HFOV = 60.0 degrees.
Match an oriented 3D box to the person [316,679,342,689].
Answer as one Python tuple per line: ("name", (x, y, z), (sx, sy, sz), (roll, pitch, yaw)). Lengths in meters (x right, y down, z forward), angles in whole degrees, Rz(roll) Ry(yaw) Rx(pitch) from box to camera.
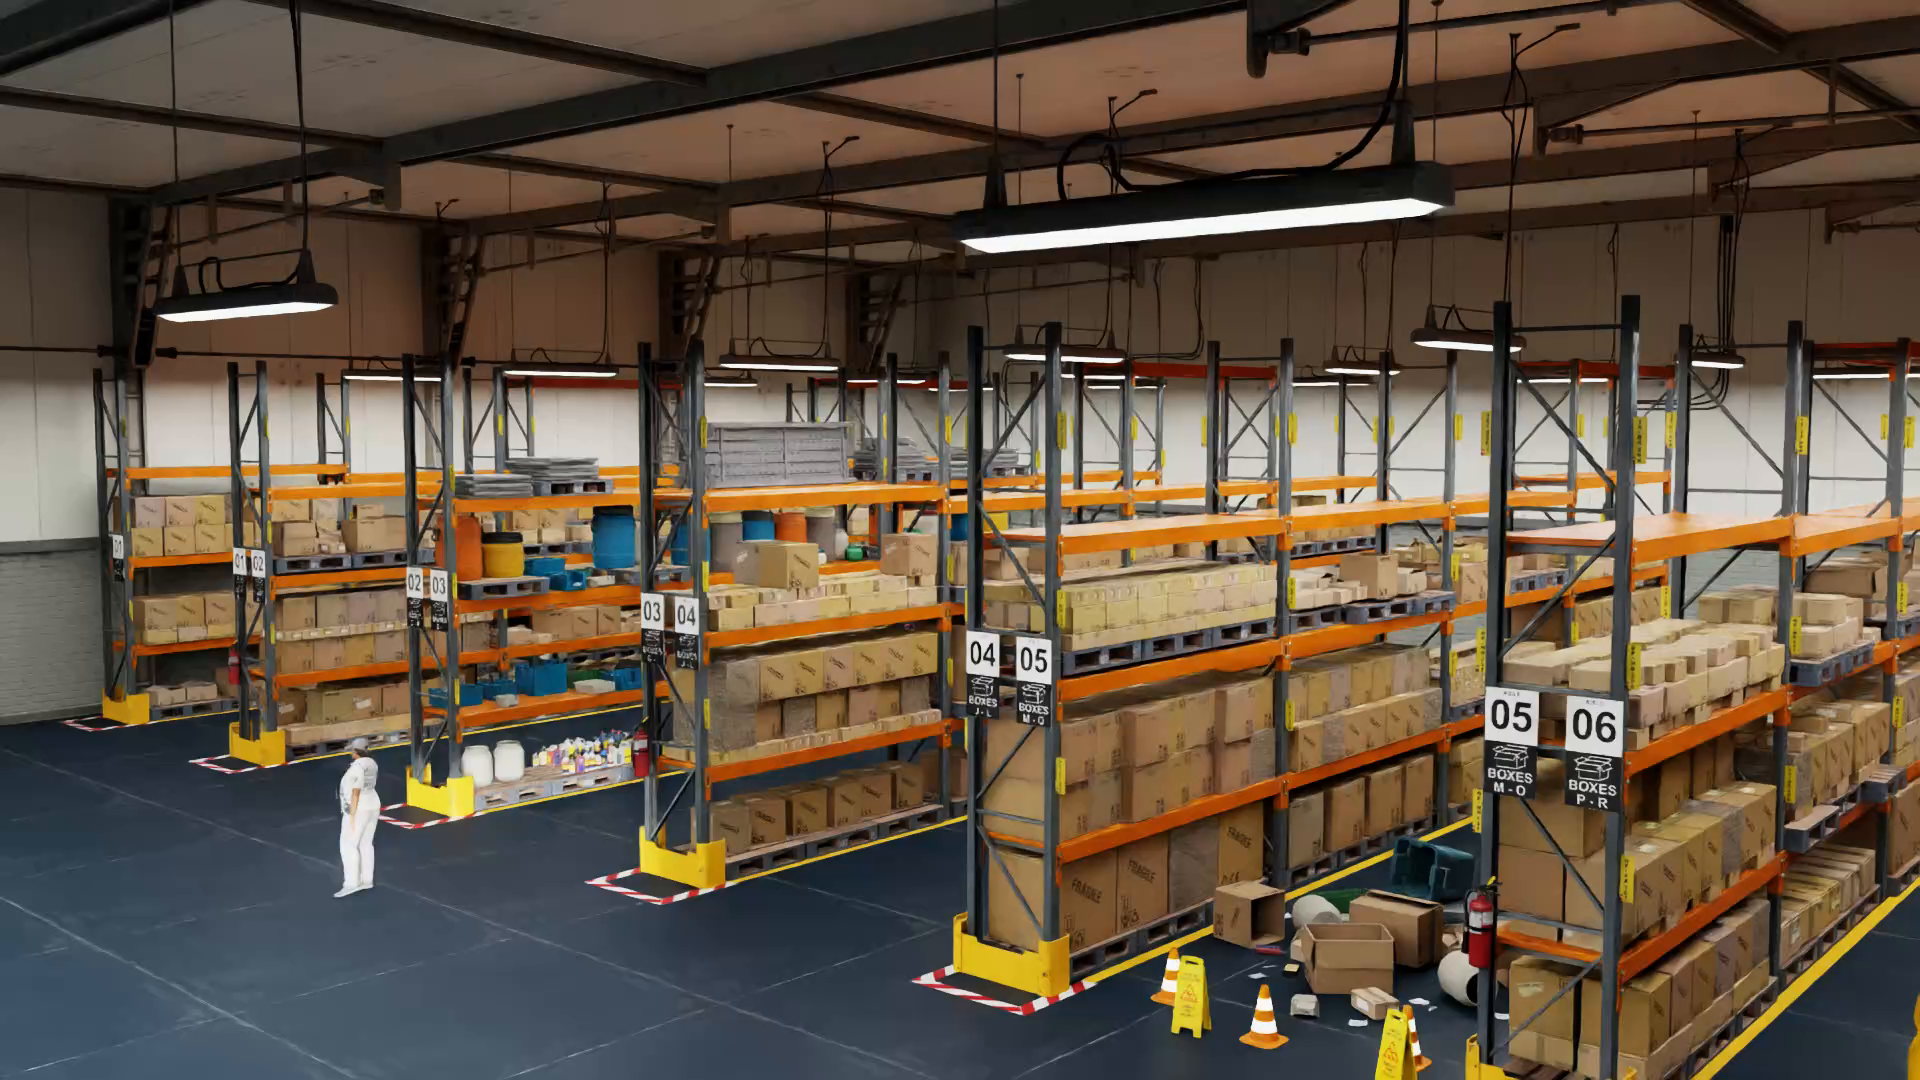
("person", (-10.936, 2.180, 28.692), (0.532, 1.833, 0.555), (-2, 5, -28))

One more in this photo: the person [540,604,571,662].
("person", (-7.564, 2.018, 31.054), (0.664, 1.821, 0.424), (-2, 5, -29))

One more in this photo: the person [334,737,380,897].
("person", (-6.565, 3.015, 18.149), (0.394, 1.707, 0.563), (0, 4, 7))
